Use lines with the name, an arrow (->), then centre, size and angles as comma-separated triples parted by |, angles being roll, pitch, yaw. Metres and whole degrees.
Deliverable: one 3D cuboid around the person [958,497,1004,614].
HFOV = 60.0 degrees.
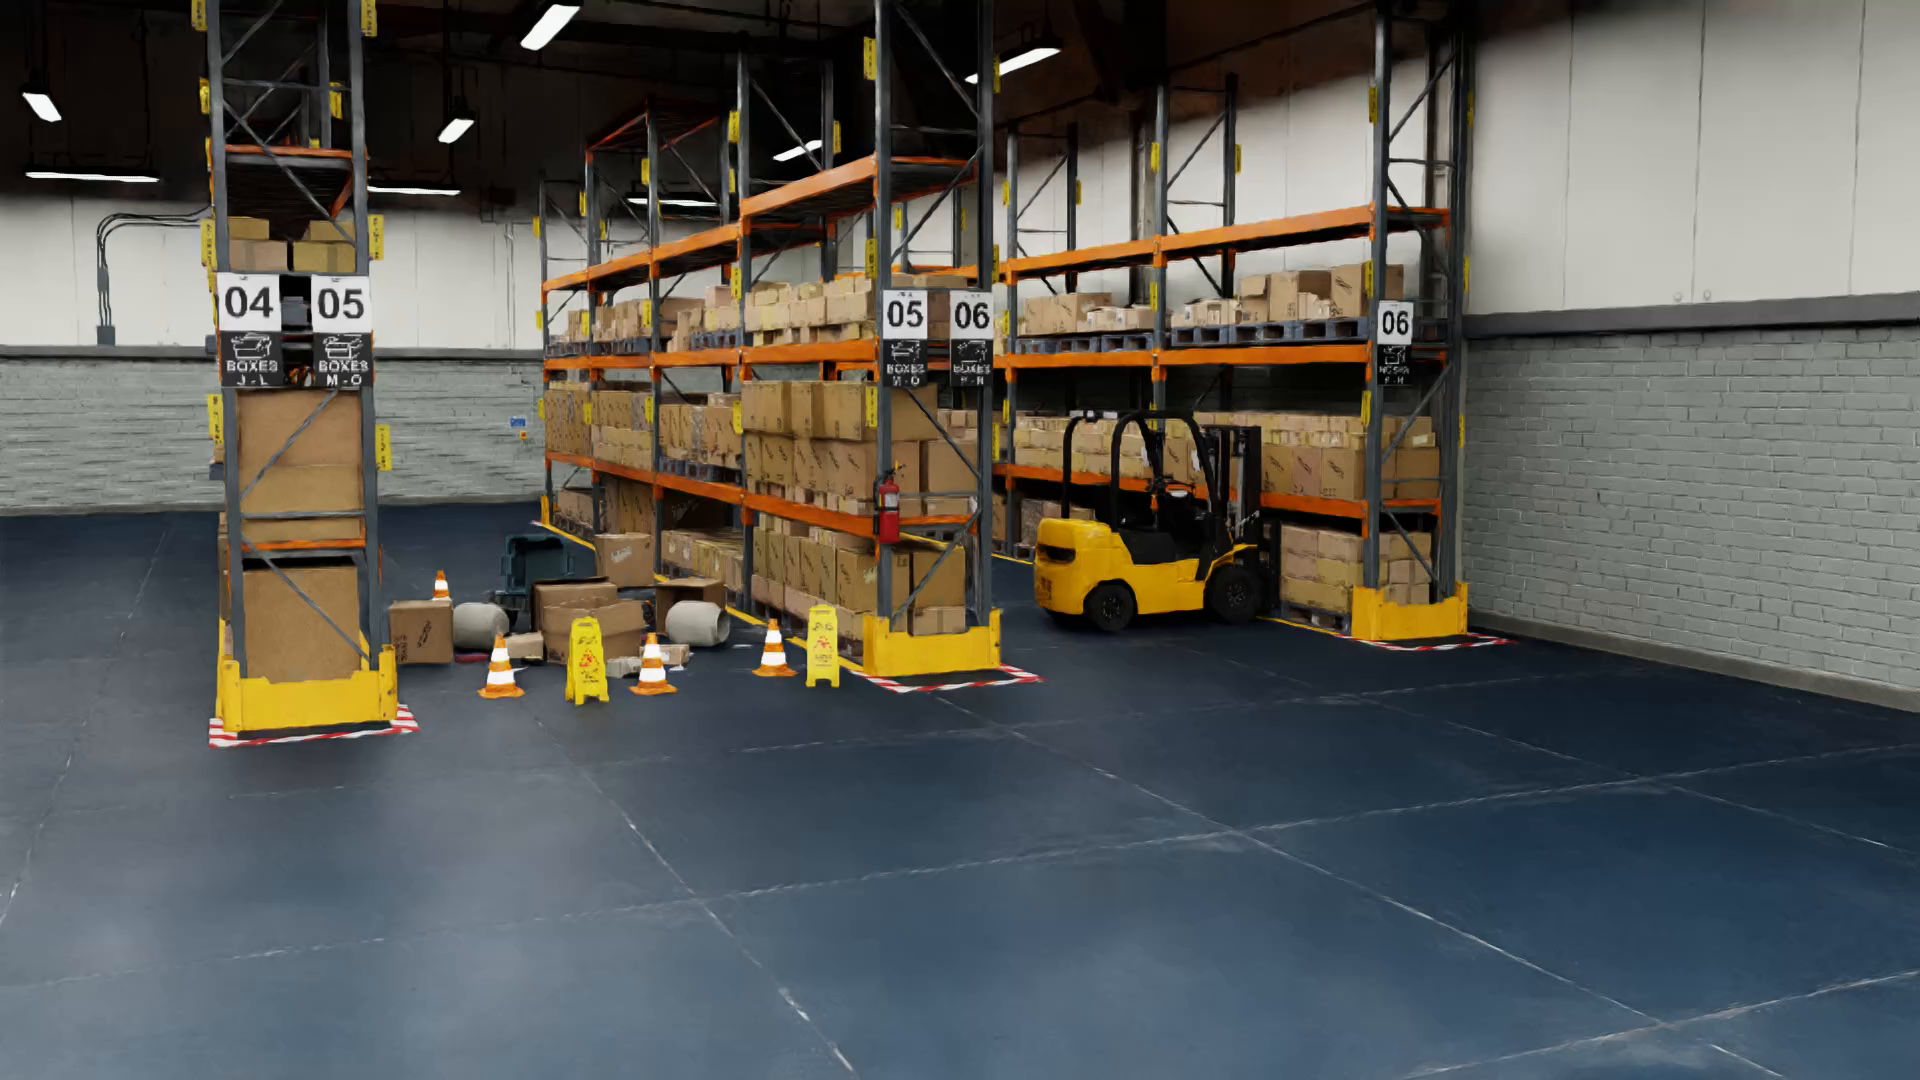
person -> 0.172, -0.056, 17.605 | 0.540, 1.646, 0.604 | -1, 6, -7
